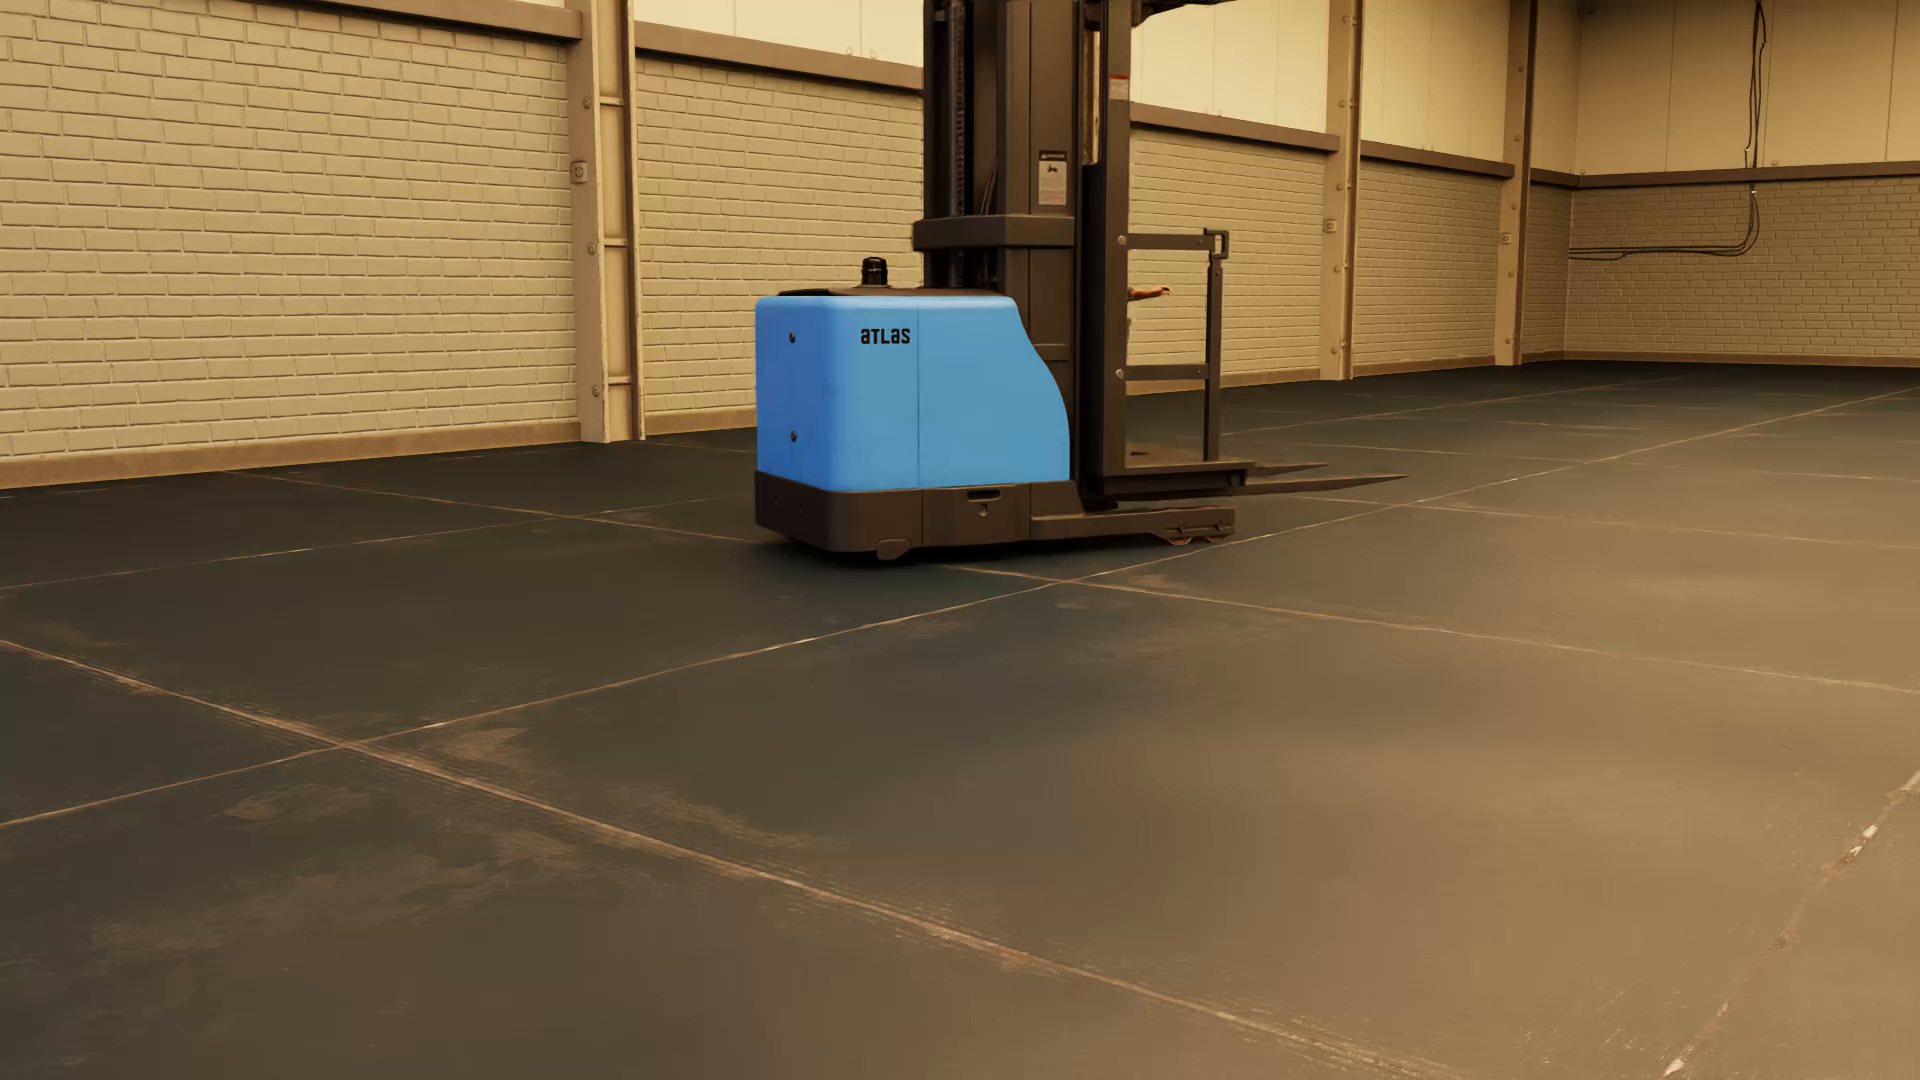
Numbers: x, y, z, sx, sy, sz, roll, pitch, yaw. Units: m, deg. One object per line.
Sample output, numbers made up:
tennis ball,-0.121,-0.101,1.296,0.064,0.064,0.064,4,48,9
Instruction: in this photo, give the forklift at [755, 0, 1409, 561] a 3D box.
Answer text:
forklift,0.647,-1.487,7.447,3.031,2.935,1.130,-4,9,-25

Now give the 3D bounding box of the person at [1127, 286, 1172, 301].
person,0.686,-0.973,8.323,0.821,1.353,0.848,-1,8,-7
